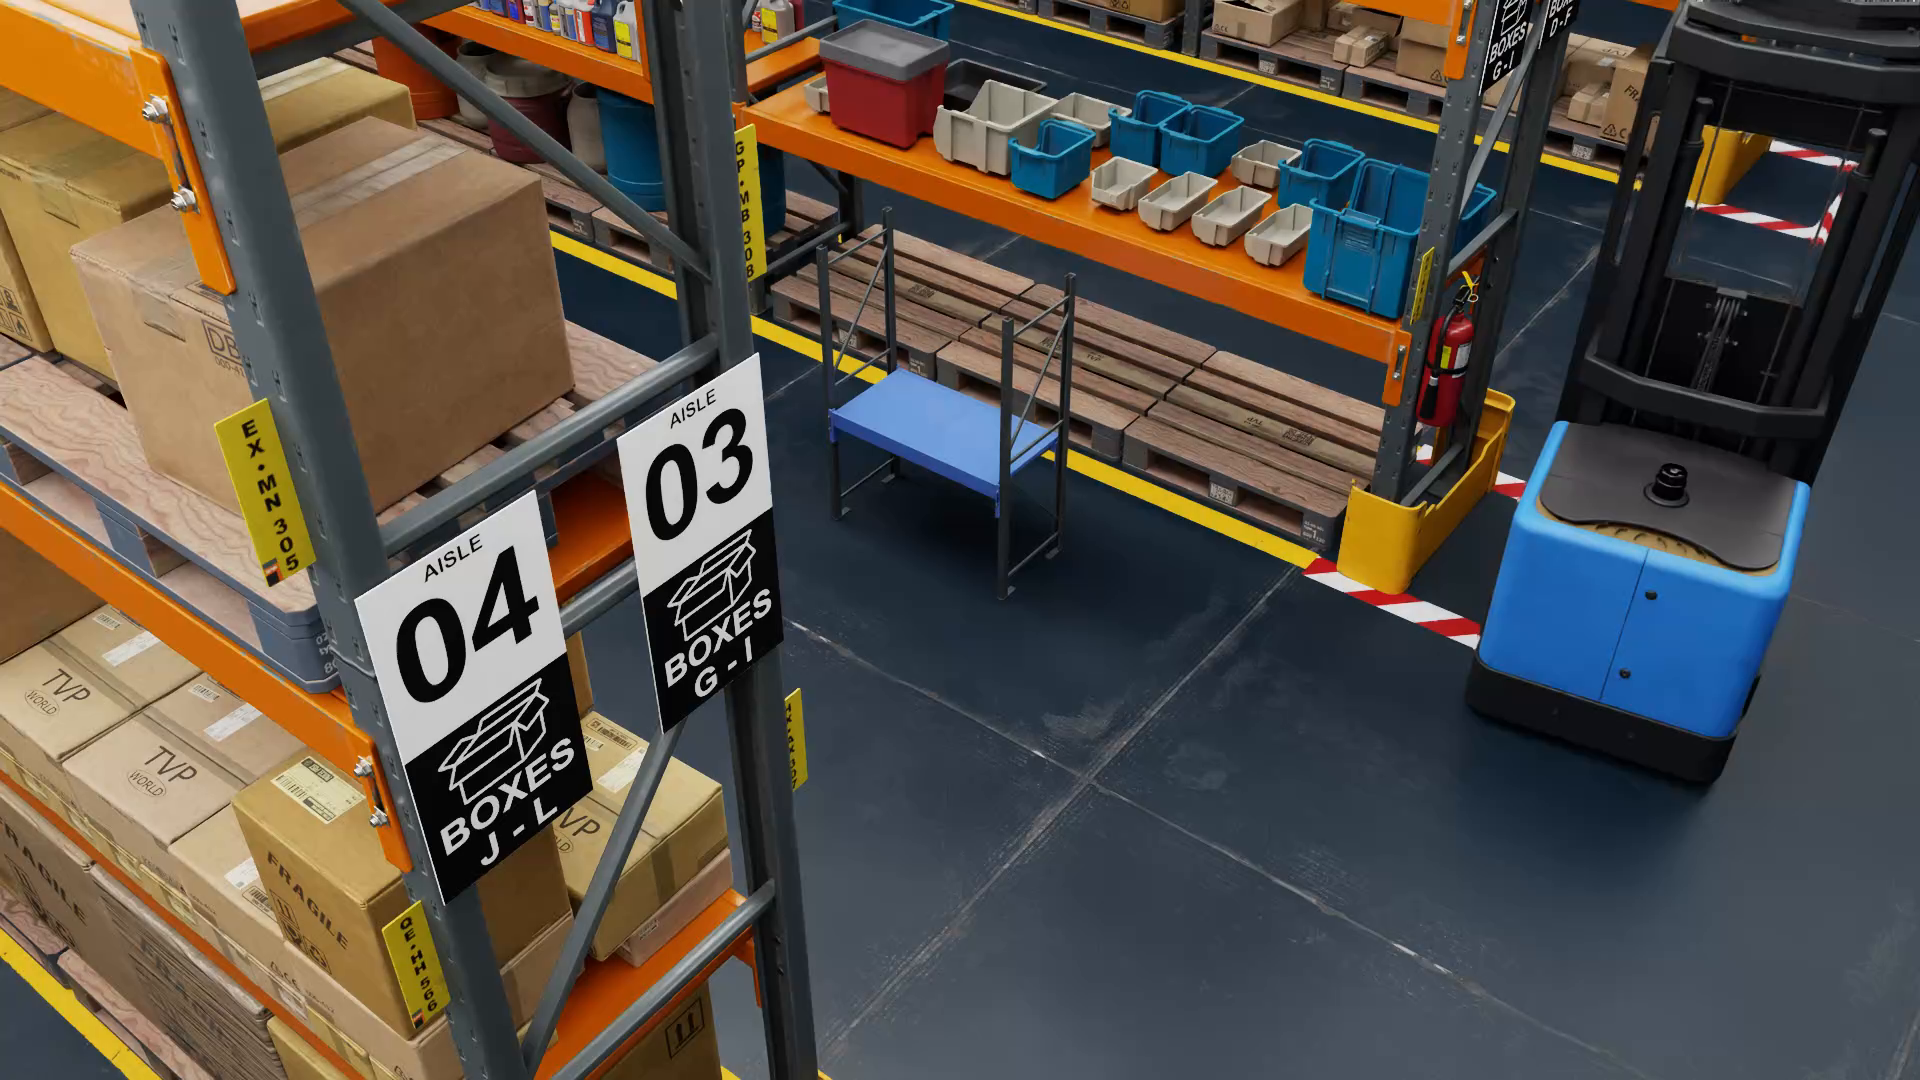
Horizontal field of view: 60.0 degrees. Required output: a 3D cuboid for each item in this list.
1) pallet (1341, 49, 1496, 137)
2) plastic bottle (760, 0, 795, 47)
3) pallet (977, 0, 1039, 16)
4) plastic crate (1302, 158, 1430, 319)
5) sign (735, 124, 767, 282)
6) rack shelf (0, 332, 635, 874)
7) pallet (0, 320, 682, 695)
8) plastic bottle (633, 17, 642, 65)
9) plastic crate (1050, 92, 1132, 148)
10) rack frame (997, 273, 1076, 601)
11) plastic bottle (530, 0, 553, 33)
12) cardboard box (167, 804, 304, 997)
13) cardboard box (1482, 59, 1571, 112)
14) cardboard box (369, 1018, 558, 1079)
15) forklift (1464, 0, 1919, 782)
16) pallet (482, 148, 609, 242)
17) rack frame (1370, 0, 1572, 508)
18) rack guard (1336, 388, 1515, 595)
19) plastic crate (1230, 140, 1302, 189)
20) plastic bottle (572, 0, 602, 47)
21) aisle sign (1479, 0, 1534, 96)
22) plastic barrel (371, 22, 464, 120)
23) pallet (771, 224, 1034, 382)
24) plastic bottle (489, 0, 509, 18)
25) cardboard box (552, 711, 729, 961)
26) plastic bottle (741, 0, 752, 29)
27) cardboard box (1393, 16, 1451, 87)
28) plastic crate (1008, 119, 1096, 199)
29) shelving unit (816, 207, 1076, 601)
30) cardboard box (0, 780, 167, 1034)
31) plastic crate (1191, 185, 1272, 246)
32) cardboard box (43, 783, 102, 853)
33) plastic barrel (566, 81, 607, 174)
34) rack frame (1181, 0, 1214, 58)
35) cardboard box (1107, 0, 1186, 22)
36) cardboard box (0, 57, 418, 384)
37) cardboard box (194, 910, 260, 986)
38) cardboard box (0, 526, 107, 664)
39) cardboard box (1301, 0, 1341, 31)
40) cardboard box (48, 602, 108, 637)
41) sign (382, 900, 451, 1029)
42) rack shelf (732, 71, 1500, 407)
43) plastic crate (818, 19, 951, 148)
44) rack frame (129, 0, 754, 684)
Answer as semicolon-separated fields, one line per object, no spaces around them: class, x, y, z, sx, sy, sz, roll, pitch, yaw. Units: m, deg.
pallet;3.588;-3.370;12.244;1.213;0.211;1.003;25;45;29
plastic bottle;-1.057;-3.045;9.606;0.185;0.351;0.144;25;45;29
pallet;0.428;-4.827;14.105;1.213;0.211;1.003;25;45;29
plastic crate;1.856;-1.332;7.301;0.499;0.435;0.616;25;45;29
sign;-0.432;-0.661;3.315;0.005;0.325;0.100;25;45;29
rack shelf;-2.363;-0.482;4.443;4.000;0.370;1.077;25;45;29
pallet;-1.370;-0.254;3.640;1.213;0.211;1.003;25;45;29
plastic bottle;-1.742;-2.836;9.400;0.135;0.276;0.152;25;45;29
plastic crate;0.624;-2.173;8.618;0.466;0.136;0.293;25;45;29
rack frame;0.336;-0.432;7.446;0.032;1.500;0.500;25;45;29
plastic bottle;-2.434;-3.162;9.816;0.135;0.276;0.152;25;45;29
cardboard box;-1.723;0.865;4.453;0.500;0.250;0.500;24;44;28
cardboard box;3.929;-3.228;11.675;0.500;0.250;0.500;25;45;29
cardboard box;-1.257;1.292;4.231;0.250;0.149;0.380;26;45;29
forklift;3.298;-1.068;7.097;1.130;2.935;3.031;18;42;22
pallet;-2.503;-2.426;11.039;1.213;0.211;1.003;25;45;29
rack frame;2.235;-1.260;7.287;0.127;3.000;1.000;25;45;29
rack guard;2.262;-0.273;8.054;0.348;0.500;1.175;25;45;29
plastic crate;1.496;-1.848;8.204;0.298;0.136;0.250;25;45;29
plastic bottle;-2.142;-3.024;9.641;0.135;0.276;0.152;25;45;29
aisle sign;2.114;-2.113;6.268;0.004;0.787;0.394;25;45;29
plastic barrel;-3.721;-3.392;11.430;0.708;0.830;0.600;25;45;29
pallet;-0.335;-1.404;9.733;1.213;0.211;1.003;25;45;29
plastic bottle;-2.746;-3.335;9.978;0.185;0.351;0.144;25;45;29
cardboard box;-0.991;0.795;4.542;0.500;0.250;0.500;24;44;27
plastic bottle;-1.260;-3.175;9.837;0.097;0.271;0.097;0;38;0
cardboard box;3.565;-3.672;12.035;0.637;0.503;0.797;25;45;29
plastic crate;0.448;-1.862;8.142;0.300;0.233;0.416;25;45;29
shelving unit;-0.068;-0.622;7.689;1.048;1.500;0.538;25;45;29
cardboard box;-2.761;0.962;5.832;0.875;0.875;0.875;25;45;29
plastic crate;1.256;-1.512;7.774;0.243;0.136;0.396;25;45;29
cardboard box;-2.471;0.719;4.963;0.250;0.149;0.380;26;45;29
plastic barrel;-2.321;-2.677;10.774;0.421;0.512;0.421;0;38;0
rack frame;2.070;-5.182;12.297;0.127;3.000;1.000;25;45;29
cardboard box;1.504;-4.416;12.988;0.500;0.500;0.500;25;44;28
cardboard box;-1.593;-0.698;3.633;0.500;0.500;0.700;24;44;27
cardboard box;-1.862;1.006;4.596;0.250;0.149;0.380;26;45;29
cardboard box;-2.924;-0.001;4.951;0.500;0.500;0.500;24;44;27
cardboard box;2.695;-4.297;12.837;0.500;0.500;0.500;25;45;29
cardboard box;-2.930;0.293;5.184;0.500;0.250;0.500;26;45;30
sign;-1.115;0.876;3.427;0.005;0.325;0.100;25;45;29
rack shelf;0.646;-1.726;8.466;4.000;0.370;1.077;25;45;29
plastic crate;-0.385;-2.350;8.578;0.583;0.464;0.402;25;45;29
rack frame;-0.774;-1.197;2.340;0.127;3.000;1.000;25;45;29
